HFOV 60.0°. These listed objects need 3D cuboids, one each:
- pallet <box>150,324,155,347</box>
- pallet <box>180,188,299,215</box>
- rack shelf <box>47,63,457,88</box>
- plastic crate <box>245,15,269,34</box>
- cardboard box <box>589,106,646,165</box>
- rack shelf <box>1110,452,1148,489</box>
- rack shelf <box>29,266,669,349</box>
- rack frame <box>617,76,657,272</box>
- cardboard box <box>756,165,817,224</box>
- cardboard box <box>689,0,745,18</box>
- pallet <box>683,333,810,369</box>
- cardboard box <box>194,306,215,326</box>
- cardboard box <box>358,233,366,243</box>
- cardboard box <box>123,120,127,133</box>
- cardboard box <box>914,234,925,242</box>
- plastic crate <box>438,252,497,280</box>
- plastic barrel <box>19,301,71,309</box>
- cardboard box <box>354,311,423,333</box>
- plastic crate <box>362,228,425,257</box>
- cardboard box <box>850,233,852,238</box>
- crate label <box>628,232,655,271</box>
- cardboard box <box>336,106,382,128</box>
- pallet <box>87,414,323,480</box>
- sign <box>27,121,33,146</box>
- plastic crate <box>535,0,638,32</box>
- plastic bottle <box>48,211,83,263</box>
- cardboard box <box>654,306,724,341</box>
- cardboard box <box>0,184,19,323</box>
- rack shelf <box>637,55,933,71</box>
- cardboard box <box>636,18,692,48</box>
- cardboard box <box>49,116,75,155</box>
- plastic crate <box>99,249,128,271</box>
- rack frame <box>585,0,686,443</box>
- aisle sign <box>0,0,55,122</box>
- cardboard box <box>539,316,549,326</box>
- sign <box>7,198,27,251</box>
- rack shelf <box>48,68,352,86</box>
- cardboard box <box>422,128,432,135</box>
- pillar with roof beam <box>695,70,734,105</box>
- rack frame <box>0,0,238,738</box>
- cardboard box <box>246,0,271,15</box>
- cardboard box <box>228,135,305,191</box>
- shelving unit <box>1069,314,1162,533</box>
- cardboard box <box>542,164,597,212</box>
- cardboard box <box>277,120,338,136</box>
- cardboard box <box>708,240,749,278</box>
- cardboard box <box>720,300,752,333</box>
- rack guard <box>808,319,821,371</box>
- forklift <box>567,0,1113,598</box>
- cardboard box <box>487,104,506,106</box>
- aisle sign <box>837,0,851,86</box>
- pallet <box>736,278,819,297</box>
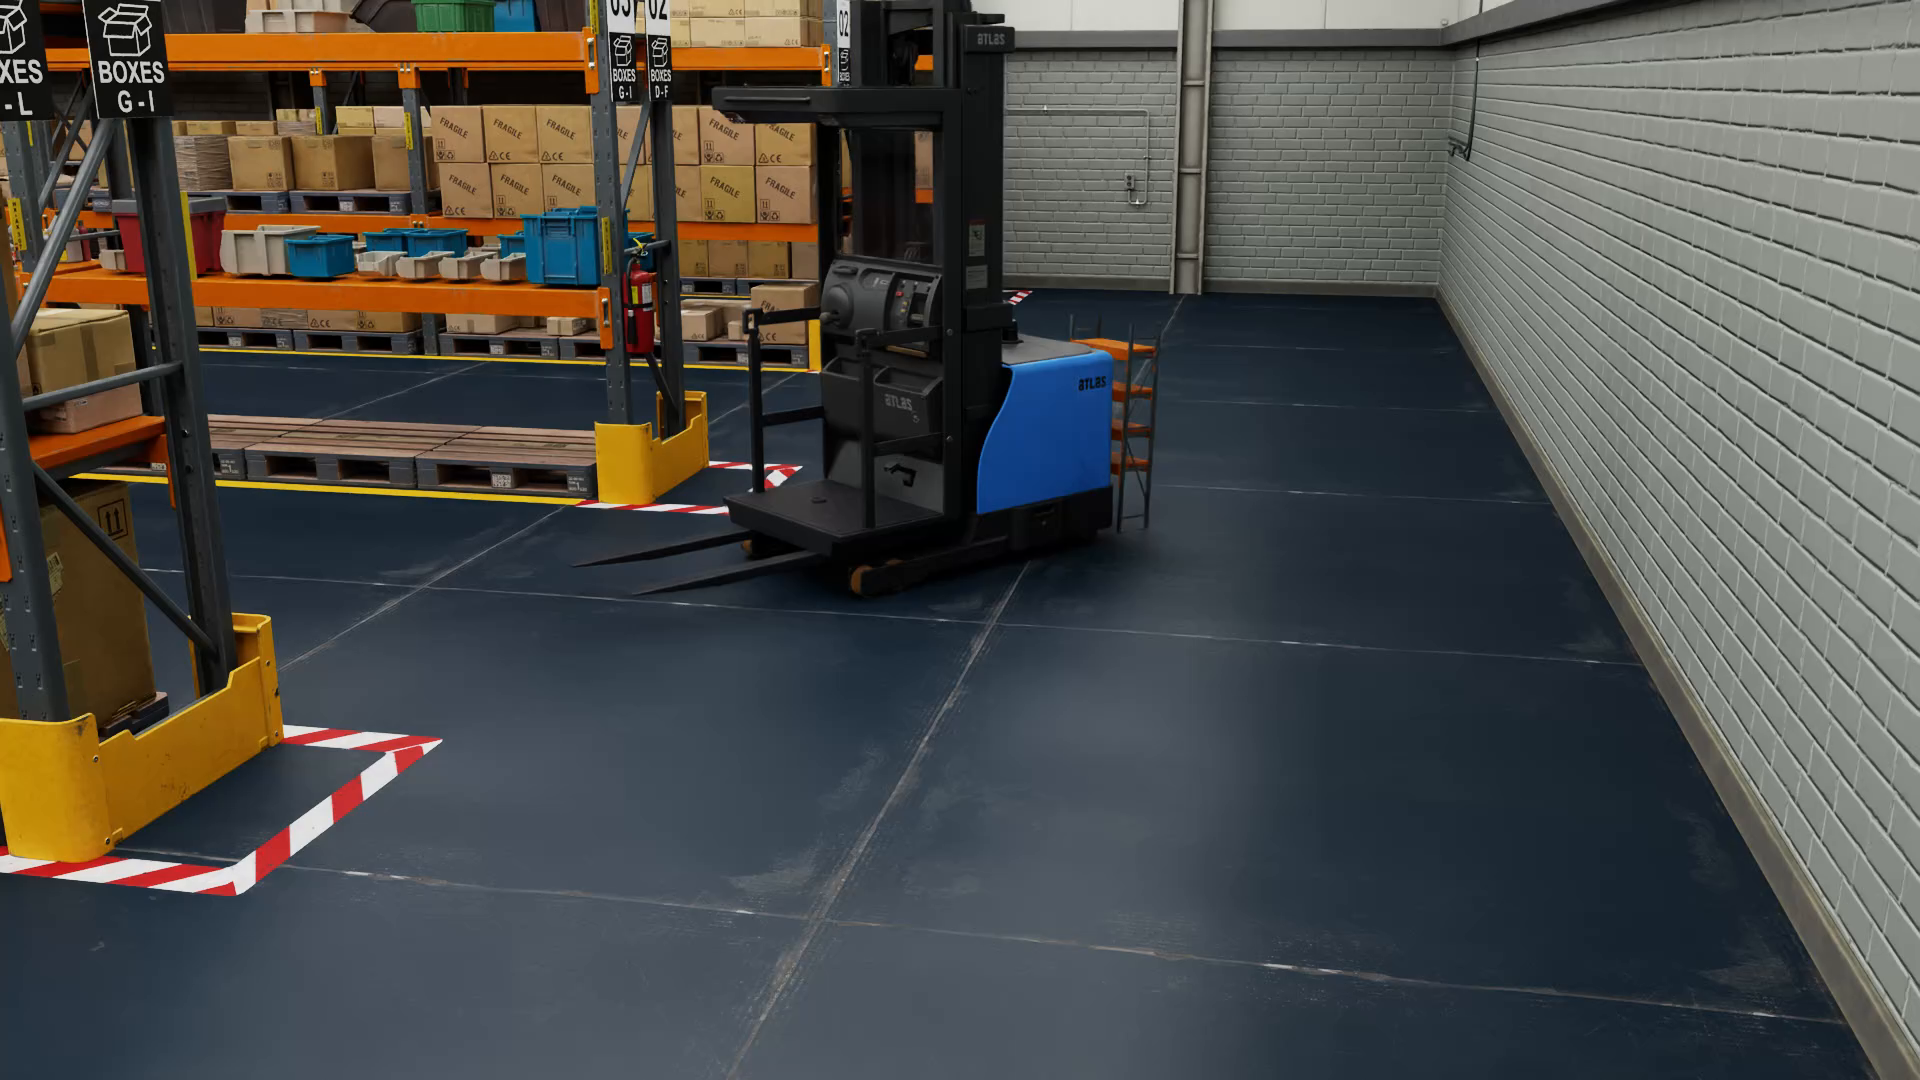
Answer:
[{"bbox_3d":[-8.129,-2.145,16.840,1.213,0.211,1.003,3,16,11],"label":"pallet"},{"bbox_3d":[-6.946,-3.344,16.303,1.213,0.211,1.003,3,16,11],"label":"pallet"},{"bbox_3d":[-6.893,-4.531,15.958,4.000,0.370,1.077,3,16,11],"label":"rack shelf"},{"bbox_3d":[-4.602,-3.380,10.952,0.466,0.136,0.293,3,16,11],"label":"plastic crate"},{"bbox_3d":[-3.012,-3.675,15.080,0.500,0.500,0.500,4,16,13],"label":"cardboard box"},{"bbox_3d":[0.861,-0.430,9.768,0.258,0.148,0.480,-9,17,-38],"label":"rack shelf"},{"bbox_3d":[-3.964,-1.577,10.914,4.000,0.370,1.077,3,16,11],"label":"rack shelf"},{"bbox_3d":[-3.950,-4.622,20.558,0.127,3.000,1.000,3,16,11],"label":"rack frame"},{"bbox_3d":[-1.507,-3.114,14.926,0.500,0.500,0.500,4,16,13],"label":"cardboard box"},{"bbox_3d":[-2.058,-4.714,14.617,0.500,0.250,0.500,3,16,11],"label":"cardboard box"},{"bbox_3d":[-1.869,-1.815,15.650,1.213,0.211,1.003,3,16,11],"label":"pallet"},{"bbox_3d":[-7.459,-2.392,16.368,0.500,0.500,0.500,3,16,10],"label":"cardboard box"},{"bbox_3d":[-7.175,-3.927,21.292,0.750,0.750,0.750,3,16,10],"label":"cardboard box"},{"bbox_3d":[-10.751,-5.240,21.778,0.500,0.500,0.700,5,16,17],"label":"cardboard box"},{"bbox_3d":[-0.736,-3.418,20.107,0.500,0.500,0.700,3,16,11],"label":"cardboard box"},{"bbox_3d":[-3.121,-1.734,10.516,0.243,0.136,0.396,3,16,11],"label":"plastic crate"},{"bbox_3d":[-6.454,-1.255,11.546,0.708,0.901,0.600,3,16,11],"label":"plastic barrel"},{"bbox_3d":[-5.474,-2.284,15.978,0.500,0.500,0.500,3,16,11],"label":"cardboard box"},{"bbox_3d":[-3.765,-1.951,11.117,0.300,0.233,0.416,3,16,11],"label":"plastic crate"},{"bbox_3d":[-1.149,-3.703,19.921,0.250,0.149,0.380,4,16,13],"label":"cardboard box"},{"bbox_3d":[-2.181,-1.865,10.806,0.303,0.233,0.416,3,16,11],"label":"crate label"},{"bbox_3d":[-7.448,-5.304,20.834,0.500,0.250,0.500,3,16,12],"label":"cardboard box"},{"bbox_3d":[-5.196,-0.657,11.469,1.213,0.211,1.003,3,16,11],"label":"pallet"},{"bbox_3d":[-8.960,-3.951,15.968,0.005,0.325,0.100,3,16,11],"label":"sign"},{"bbox_3d":[-2.326,-3.293,10.388,0.590,0.269,0.497,3,16,11],"label":"plastic crate"},{"bbox_3d":[-6.244,-2.112,11.590,0.185,0.351,0.144,3,16,11],"label":"plastic bottle"},{"bbox_3d":[-2.520,-2.023,15.502,0.500,0.250,0.500,3,16,11],"label":"cardboard box"},{"bbox_3d":[-3.521,-0.911,5.482,0.500,0.500,0.500,3,16,12],"label":"cardboard box"},{"bbox_3d":[-1.990,-5.614,19.869,4.000,0.370,1.077,3,16,11],"label":"rack shelf"},{"bbox_3d":[-2.550,-4.497,14.770,0.500,0.250,0.500,3,16,11],"label":"cardboard box"},{"bbox_3d":[-12.208,-5.426,22.299,0.500,0.500,0.500,3,16,10],"label":"cardboard box"},{"bbox_3d":[-5.496,-1.870,11.004,0.243,0.136,0.396,3,16,11],"label":"plastic crate"},{"bbox_3d":[-2.004,-1.817,10.433,0.127,3.000,1.000,3,16,11],"label":"rack frame"},{"bbox_3d":[-2.981,-1.692,5.112,0.004,0.787,0.394,3,16,11],"label":"aisle sign"},{"bbox_3d":[-3.939,-2.203,16.344,0.250,0.149,0.380,3,16,11],"label":"cardboard box"},{"bbox_3d":[-6.036,-2.020,10.646,0.005,0.325,0.100,3,16,11],"label":"sign"},{"bbox_3d":[-9.830,-6.040,21.406,4.000,0.370,1.077,3,16,11],"label":"rack shelf"},{"bbox_3d":[-6.447,-4.886,20.729,0.500,0.500,0.500,3,16,11],"label":"cardboard box"},{"bbox_3d":[-3.949,-6.576,16.374,0.400,9.000,9.100,3,16,11],"label":"pillar with roof beam"},{"bbox_3d":[-2.991,-0.522,5.756,0.127,3.000,1.000,3,16,11],"label":"rack frame"},{"bbox_3d":[-6.720,-5.186,15.815,0.600,0.600,0.600,2,16,9],"label":"cardboard box"},{"bbox_3d":[-6.677,-3.654,16.090,0.500,0.500,0.700,-1,16,-3],"label":"cardboard box"},{"bbox_3d":[0.872,-0.688,9.705,0.258,1.200,0.503,-9,17,-38],"label":"shelving unit"},{"bbox_3d":[-3.496,-3.222,15.317,0.500,0.500,0.500,3,16,11],"label":"cardboard box"},{"bbox_3d":[-8.332,-5.117,21.335,0.500,0.500,0.700,1,16,5],"label":"cardboard box"},{"bbox_3d":[-2.746,-3.525,20.495,0.500,0.500,0.700,3,16,11],"label":"cardboard box"},{"bbox_3d":[-1.980,-2.129,15.887,0.500,0.250,0.500,3,16,11],"label":"cardboard box"},{"bbox_3d":[-1.088,-1.912,15.459,0.348,0.500,1.175,3,16,11],"label":"rack guard"},{"bbox_3d":[-0.579,-1.274,8.601,3.031,2.935,1.130,-13,20,-39],"label":"forklift"},{"bbox_3d":[-4.386,-3.896,15.879,0.500,0.500,0.500,3,16,11],"label":"cardboard box"},{"bbox_3d":[-1.008,-4.282,14.461,0.004,0.787,0.394,3,16,11],"label":"aisle sign"},{"bbox_3d":[-2.021,-3.153,20.478,1.213,0.211,1.003,3,16,11],"label":"pallet"}]
